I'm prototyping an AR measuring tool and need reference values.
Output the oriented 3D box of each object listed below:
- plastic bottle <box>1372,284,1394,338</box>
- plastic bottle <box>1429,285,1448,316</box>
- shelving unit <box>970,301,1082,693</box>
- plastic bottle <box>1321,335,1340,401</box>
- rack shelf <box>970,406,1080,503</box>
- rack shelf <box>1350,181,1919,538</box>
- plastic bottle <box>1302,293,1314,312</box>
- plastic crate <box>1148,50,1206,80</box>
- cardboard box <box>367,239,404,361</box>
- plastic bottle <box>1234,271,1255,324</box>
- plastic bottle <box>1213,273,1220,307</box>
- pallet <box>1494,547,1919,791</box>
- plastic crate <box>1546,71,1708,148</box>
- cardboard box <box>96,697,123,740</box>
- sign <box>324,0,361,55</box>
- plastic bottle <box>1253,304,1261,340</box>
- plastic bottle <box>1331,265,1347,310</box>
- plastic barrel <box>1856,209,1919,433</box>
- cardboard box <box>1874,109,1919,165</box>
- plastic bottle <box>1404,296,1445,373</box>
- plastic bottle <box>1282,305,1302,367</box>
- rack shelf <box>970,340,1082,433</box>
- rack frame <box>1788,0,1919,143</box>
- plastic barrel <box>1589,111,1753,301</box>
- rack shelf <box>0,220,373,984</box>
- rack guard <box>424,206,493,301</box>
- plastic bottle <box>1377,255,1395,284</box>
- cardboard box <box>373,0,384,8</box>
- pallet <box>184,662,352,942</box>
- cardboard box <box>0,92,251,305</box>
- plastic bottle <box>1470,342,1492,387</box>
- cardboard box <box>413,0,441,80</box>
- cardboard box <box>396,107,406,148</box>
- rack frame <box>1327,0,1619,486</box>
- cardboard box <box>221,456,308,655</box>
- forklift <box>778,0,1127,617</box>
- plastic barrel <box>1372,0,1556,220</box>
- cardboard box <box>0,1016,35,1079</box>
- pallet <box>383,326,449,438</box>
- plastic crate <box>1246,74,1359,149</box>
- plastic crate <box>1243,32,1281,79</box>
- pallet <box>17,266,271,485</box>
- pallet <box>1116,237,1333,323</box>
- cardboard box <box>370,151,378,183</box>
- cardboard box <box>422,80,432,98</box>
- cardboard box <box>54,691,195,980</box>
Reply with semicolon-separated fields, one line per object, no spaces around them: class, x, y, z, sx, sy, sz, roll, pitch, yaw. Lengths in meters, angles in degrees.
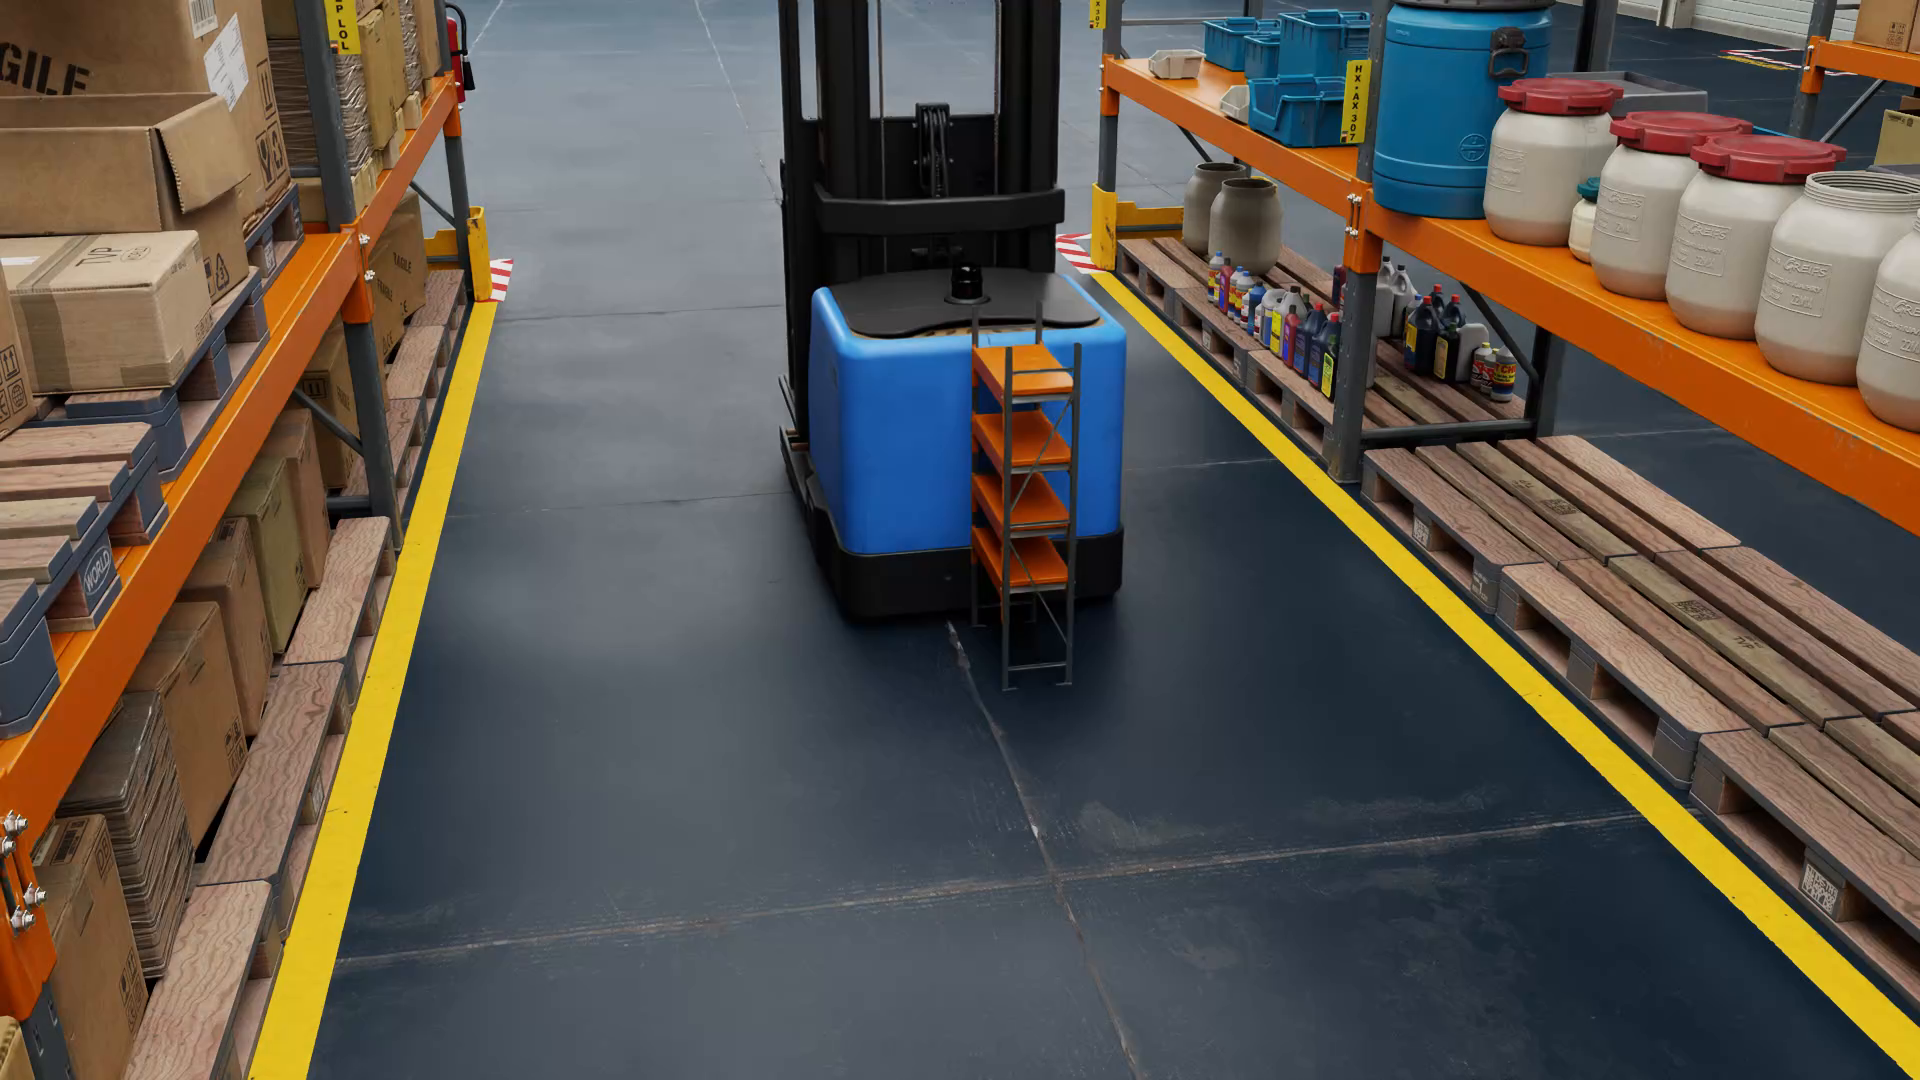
plastic bottle;2.141;-1.196;8.594;0.152;0.276;0.135;-4;24;-10
plastic bottle;2.361;-1.084;8.244;0.144;0.351;0.185;-5;24;-12
shelving unit;0.208;-0.146;5.586;0.258;1.200;0.503;-5;24;-11
plastic bottle;1.724;-0.796;7.668;0.061;0.283;0.133;-3;24;-7
rack shelf;0.208;-0.290;5.523;0.258;0.148;0.480;-5;24;-11
rack shelf;2.507;-0.558;5.178;1.077;0.370;4.000;-4;24;-10
plastic bottle;1.735;-1.083;8.326;0.061;0.283;0.133;-4;24;-10
plastic crate;1.247;-2.751;9.630;0.298;0.136;0.250;-4;24;-10
cardboard box;-3.130;-1.201;8.350;0.500;0.500;0.500;-2;24;-5
plastic bottle;1.508;-1.288;8.811;0.097;0.271;0.097;0;24;0
plastic bottle;1.445;-1.390;9.130;0.097;0.201;0.097;0;24;0
pallet;2.549;0.391;5.591;1.003;0.211;1.213;-4;24;-10
plastic crate;2.527;-1.535;6.438;0.402;0.464;0.583;-4;24;-10
cardboard box;-2.252;0.397;3.730;0.500;0.250;0.500;-2;24;-4
sign;-2.186;-1.880;5.861;0.100;0.325;0.005;-4;24;-10
plastic bottle;1.565;-1.136;8.551;0.097;0.201;0.097;0;24;0
plastic bottle;2.083;-1.405;9.063;0.061;0.283;0.133;-4;24;-10
plastic barrel;2.477;-0.541;4.100;0.421;0.512;0.421;0;24;0
cardboard box;6.241;-2.465;10.619;0.500;0.500;0.500;-4;24;-10
plastic bottle;2.254;-0.999;8.050;0.144;0.351;0.185;-4;24;-10
plastic bottle;1.628;-0.999;8.134;0.061;0.283;0.133;-3;24;-6
rack shelf;0.208;-0.506;5.428;0.258;0.148;0.480;-5;24;-11
rack frame;6.266;-3.612;11.273;1.000;3.000;0.127;-4;24;-10
plastic barrel;2.234;-1.055;5.248;0.433;0.535;0.433;0;24;0
rack shelf;-2.361;-0.191;4.338;1.077;0.370;4.000;-4;24;-10
rack guard;-3.456;-1.705;10.030;1.175;0.500;0.348;-4;24;-10
plastic bottle;2.248;-1.324;8.795;0.144;0.351;0.185;-3;24;-8
cardboard box;-2.750;-2.537;7.065;0.500;0.500;0.500;-4;24;-10
pallet;-2.356;0.758;4.752;1.003;0.211;1.213;-4;24;-10
cardboard box;-2.319;-0.872;4.345;0.797;0.503;0.637;-2;24;-4
plastic bottle;2.471;-0.831;7.851;0.097;0.201;0.097;0;24;0
cardboard box;-3.185;-2.657;8.589;0.875;0.500;0.500;-4;24;-10
cardboard box;-2.765;-1.888;7.639;0.380;0.149;0.250;-4;24;-10
rack frame;2.137;-1.674;6.835;1.000;3.000;0.127;-4;24;-10
cardboard box;-2.568;0.069;5.419;0.700;0.500;0.500;-4;24;-10
forklift;-0.201;-1.631;6.822;1.130;2.935;3.031;-5;24;-11
plastic barrel;1.911;-1.729;6.335;0.600;0.901;0.708;-4;24;-10
cardboard box;-1.884;1.320;2.109;1.225;0.875;0.875;-5;24;-12
pallet;-3.118;-0.772;8.254;1.003;0.211;1.213;-4;24;-10
plastic crate;1.666;-2.021;7.815;0.499;0.251;0.616;-4;24;-10
plastic crate;1.898;-2.749;9.481;0.499;0.251;0.408;-4;24;-10
pallet;-2.397;-0.422;4.207;1.003;0.211;1.213;-4;24;-10
pallet;1.603;-1.623;10.202;1.003;0.211;1.213;-4;24;-10
cardboard box;-2.582;-1.495;6.738;0.380;0.149;0.250;-4;24;-10
cardboard box;-3.072;-2.476;8.985;0.380;0.149;0.250;-4;24;-10
cardboard box;-2.250;0.731;3.903;0.700;0.500;0.500;-6;24;-14
